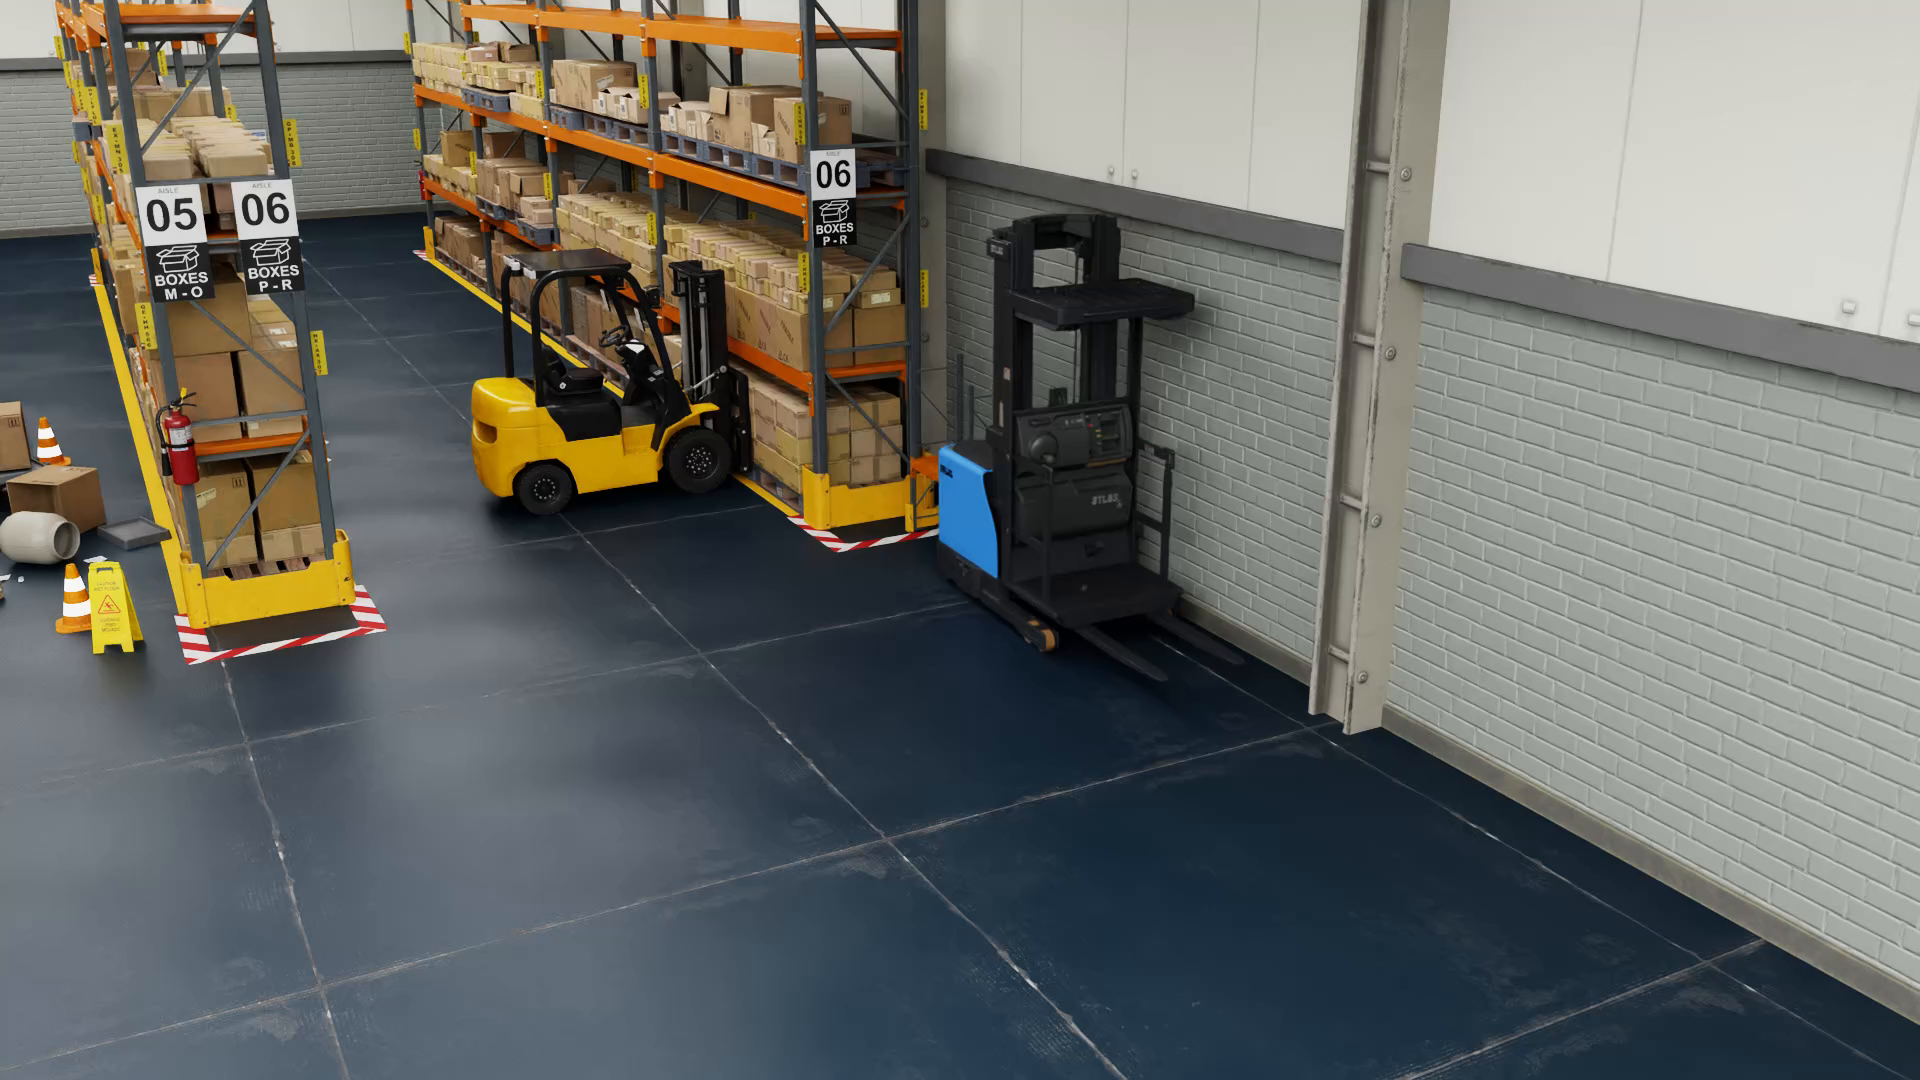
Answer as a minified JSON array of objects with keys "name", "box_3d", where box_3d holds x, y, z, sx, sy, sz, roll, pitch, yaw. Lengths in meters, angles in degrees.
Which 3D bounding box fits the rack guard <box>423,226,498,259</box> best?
[{"name":"rack guard","box_3d":[-8.372,-5.034,27.953,1.175,0.500,0.348,-10,21,-27]}]

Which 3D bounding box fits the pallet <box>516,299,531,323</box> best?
[{"name":"pallet","box_3d":[-5.505,-3.193,23.060,1.003,0.211,1.213,-10,21,-27]}]

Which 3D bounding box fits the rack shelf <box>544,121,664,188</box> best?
[{"name":"rack shelf","box_3d":[-3.659,-4.445,18.917,1.077,0.370,4.000,-10,21,-27]}]

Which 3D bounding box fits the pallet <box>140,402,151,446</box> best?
[{"name":"pallet","box_3d":[-8.030,-1.278,17.512,1.003,0.211,1.213,-10,21,-27]}]

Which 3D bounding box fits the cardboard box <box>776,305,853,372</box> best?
[{"name":"cardboard box","box_3d":[-1.275,-1.792,14.573,0.500,0.500,0.500,-11,22,-28]}]

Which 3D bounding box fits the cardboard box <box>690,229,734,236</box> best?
[{"name":"cardboard box","box_3d":[-2.487,-3.017,16.672,0.380,0.149,0.250,-10,22,-28]}]

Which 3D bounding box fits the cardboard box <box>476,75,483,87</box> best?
[{"name":"cardboard box","box_3d":[-6.373,-6.264,22.674,0.380,0.149,0.250,-10,21,-26]}]

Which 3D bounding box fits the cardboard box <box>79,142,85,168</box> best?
[{"name":"cardboard box","box_3d":[-12.294,-5.512,23.819,0.500,0.500,0.500,-10,21,-27]}]

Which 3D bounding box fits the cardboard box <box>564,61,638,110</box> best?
[{"name":"cardboard box","box_3d":[-4.152,-5.277,19.276,0.700,0.500,0.500,-10,22,-28]}]

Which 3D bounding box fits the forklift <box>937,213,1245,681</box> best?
[{"name":"forklift","box_3d":[0.927,-0.751,11.814,1.130,2.935,3.031,-9,21,-25]}]

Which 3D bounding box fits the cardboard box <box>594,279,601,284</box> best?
[{"name":"cardboard box","box_3d":[-4.582,-3.462,21.761,0.380,0.149,0.250,-9,21,-24]}]

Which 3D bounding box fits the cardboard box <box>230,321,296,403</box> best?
[{"name":"cardboard box","box_3d":[-5.406,-1.389,12.950,0.500,0.500,0.500,-9,21,-25]}]

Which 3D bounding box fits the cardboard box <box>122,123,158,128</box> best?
[{"name":"cardboard box","box_3d":[-6.947,-3.410,13.980,0.380,0.149,0.250,-11,22,-28]}]

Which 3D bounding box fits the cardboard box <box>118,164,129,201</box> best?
[{"name":"cardboard box","box_3d":[-6.145,-2.760,12.707,0.500,0.250,0.500,-9,21,-25]}]

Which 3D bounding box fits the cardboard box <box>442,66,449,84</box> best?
[{"name":"cardboard box","box_3d":[-7.447,-6.973,24.916,0.500,0.250,0.500,-9,21,-26]}]

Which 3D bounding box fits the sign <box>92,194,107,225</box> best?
[{"name":"sign","box_3d":[-9.462,-3.631,18.281,0.100,0.325,0.005,-10,21,-27]}]

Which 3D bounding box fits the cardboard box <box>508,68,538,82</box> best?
[{"name":"cardboard box","box_3d":[-5.649,-6.042,21.607,0.380,0.149,0.250,-10,21,-26]}]

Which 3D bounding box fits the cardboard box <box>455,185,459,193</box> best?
[{"name":"cardboard box","box_3d":[-7.599,-5.468,25.766,0.380,0.149,0.250,-10,21,-27]}]

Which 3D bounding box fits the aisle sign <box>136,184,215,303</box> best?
[{"name":"aisle sign","box_3d":[-5.402,-2.041,11.461,0.394,0.787,0.004,-10,21,-27]}]

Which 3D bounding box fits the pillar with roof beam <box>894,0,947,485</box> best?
[{"name":"pillar with roof beam","box_3d":[-4.136,-4.153,12.371,9.100,9.000,0.400,-10,21,-27]}]

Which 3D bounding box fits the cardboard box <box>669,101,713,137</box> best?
[{"name":"cardboard box","box_3d":[-2.529,-4.138,16.265,0.500,0.311,0.500,-9,21,-26]}]

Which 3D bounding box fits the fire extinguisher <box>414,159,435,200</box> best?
[{"name":"fire extinguisher","box_3d":[-8.884,-5.995,27.597,0.296,0.674,0.183,-10,21,-27]}]

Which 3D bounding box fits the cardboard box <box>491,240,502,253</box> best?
[{"name":"cardboard box","box_3d":[-6.572,-4.268,24.097,0.380,0.149,0.250,-9,21,-24]}]

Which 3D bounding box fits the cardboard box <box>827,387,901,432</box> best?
[{"name":"cardboard box","box_3d":[-0.872,-1.183,15.000,0.500,0.250,0.500,-10,22,-27]}]

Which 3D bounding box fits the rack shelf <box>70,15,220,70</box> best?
[{"name":"rack shelf","box_3d":[-8.026,-4.904,16.262,1.077,0.370,4.000,-10,21,-27]}]

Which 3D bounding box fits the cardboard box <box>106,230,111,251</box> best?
[{"name":"cardboard box","box_3d":[-9.429,-3.436,18.954,0.500,0.250,0.500,-10,21,-27]}]

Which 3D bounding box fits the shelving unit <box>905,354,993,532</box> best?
[{"name":"shelving unit","box_3d":[0.036,-0.687,13.823,0.587,1.500,1.083,-10,21,-27]}]

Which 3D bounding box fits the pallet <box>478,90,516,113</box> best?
[{"name":"pallet","box_3d":[-5.765,-5.923,22.387,1.213,0.211,1.003,-10,21,-27]}]

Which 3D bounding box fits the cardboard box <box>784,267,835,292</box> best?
[{"name":"cardboard box","box_3d":[-1.310,-2.275,14.522,0.380,0.149,0.250,-10,21,-27]}]

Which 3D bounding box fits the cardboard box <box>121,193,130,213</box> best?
[{"name":"cardboard box","box_3d":[-6.361,-2.667,13.047,0.380,0.149,0.250,-10,22,-27]}]

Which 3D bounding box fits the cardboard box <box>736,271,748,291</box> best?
[{"name":"cardboard box","box_3d":[-1.852,-2.419,15.395,0.380,0.149,0.250,-10,21,-26]}]

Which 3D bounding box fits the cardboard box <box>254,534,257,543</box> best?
[{"name":"cardboard box","box_3d":[-5.552,-0.195,13.670,0.500,0.250,0.500,-9,21,-25]}]

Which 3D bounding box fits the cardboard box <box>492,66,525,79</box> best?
[{"name":"cardboard box","box_3d":[-5.969,-6.188,21.999,0.380,0.149,0.250,-10,21,-26]}]

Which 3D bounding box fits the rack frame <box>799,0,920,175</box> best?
[{"name":"rack frame","box_3d":[-0.810,-4.480,13.319,1.000,3.000,0.127,-10,21,-27]}]

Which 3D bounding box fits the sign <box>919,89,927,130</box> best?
[{"name":"sign","box_3d":[-0.319,-3.597,13.897,0.100,0.325,0.005,-10,21,-27]}]

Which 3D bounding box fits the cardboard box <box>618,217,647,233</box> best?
[{"name":"cardboard box","box_3d":[-3.586,-3.500,18.527,0.380,0.149,0.250,-11,22,-28]}]

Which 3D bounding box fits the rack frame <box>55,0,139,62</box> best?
[{"name":"rack frame","box_3d":[-12.774,-8.303,24.399,1.000,3.000,0.127,-10,21,-27]}]

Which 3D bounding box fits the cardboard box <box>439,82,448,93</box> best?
[{"name":"cardboard box","box_3d":[-7.696,-6.883,25.267,0.380,0.149,0.250,-10,21,-26]}]

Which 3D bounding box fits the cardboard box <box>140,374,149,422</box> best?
[{"name":"cardboard box","box_3d":[-8.003,-1.534,17.364,0.950,0.372,0.625,-9,21,-25]}]

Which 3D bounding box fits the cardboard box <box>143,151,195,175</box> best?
[{"name":"cardboard box","box_3d":[-5.686,-2.682,11.869,0.380,0.149,0.250,-10,21,-26]}]

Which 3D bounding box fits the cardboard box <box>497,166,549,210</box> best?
[{"name":"cardboard box","box_3d":[-5.857,-4.787,22.610,0.700,0.500,0.500,-10,21,-27]}]

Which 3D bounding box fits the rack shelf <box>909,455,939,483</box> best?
[{"name":"rack shelf","box_3d":[0.041,-0.514,13.874,0.538,0.185,1.000,-10,21,-27]}]

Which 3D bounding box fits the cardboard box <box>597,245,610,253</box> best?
[{"name":"cardboard box","box_3d":[-3.883,-3.264,19.221,0.500,0.250,0.500,-9,21,-25]}]

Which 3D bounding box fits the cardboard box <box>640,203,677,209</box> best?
[{"name":"cardboard box","box_3d":[-3.559,-3.886,19.646,0.380,0.149,0.250,-10,22,-28]}]

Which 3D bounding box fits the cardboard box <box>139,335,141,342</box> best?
[{"name":"cardboard box","box_3d":[-6.854,-1.900,14.431,0.500,0.500,0.500,-10,21,-27]}]

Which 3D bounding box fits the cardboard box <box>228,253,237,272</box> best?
[{"name":"cardboard box","box_3d":[-7.046,-2.588,15.780,0.500,0.500,0.500,-9,21,-25]}]

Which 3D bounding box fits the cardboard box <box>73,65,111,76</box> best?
[{"name":"cardboard box","box_3d":[-10.068,-5.296,19.484,0.500,0.500,0.500,-10,21,-26]}]

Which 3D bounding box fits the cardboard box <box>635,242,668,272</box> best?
[{"name":"cardboard box","box_3d":[-3.168,-3.059,17.862,0.500,0.250,0.500,-10,22,-28]}]

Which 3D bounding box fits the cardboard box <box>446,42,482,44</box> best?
[{"name":"cardboard box","box_3d":[-7.951,-7.877,26.769,0.500,0.250,0.500,-11,22,-28]}]

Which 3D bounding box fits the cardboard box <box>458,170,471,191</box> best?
[{"name":"cardboard box","box_3d":[-7.216,-5.409,24.981,0.500,0.250,0.500,-10,21,-26]}]

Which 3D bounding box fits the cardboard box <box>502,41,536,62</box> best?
[{"name":"cardboard box","box_3d":[-6.148,-6.823,23.203,0.396,0.266,0.258,-10,21,-27]}]

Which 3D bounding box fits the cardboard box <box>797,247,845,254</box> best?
[{"name":"cardboard box","box_3d":[-1.303,-2.658,15.632,0.380,0.149,0.250,-11,22,-28]}]

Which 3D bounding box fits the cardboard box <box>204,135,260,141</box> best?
[{"name":"cardboard box","box_3d":[-5.672,-3.063,12.973,0.380,0.149,0.250,-9,21,-25]}]

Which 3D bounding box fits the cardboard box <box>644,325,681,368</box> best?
[{"name":"cardboard box","box_3d":[-2.967,-2.017,18.373,0.875,0.625,0.625,-9,21,-24]}]

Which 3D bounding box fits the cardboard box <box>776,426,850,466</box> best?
[{"name":"cardboard box","box_3d":[-1.316,-0.871,14.861,0.500,0.250,0.500,-10,22,-27]}]

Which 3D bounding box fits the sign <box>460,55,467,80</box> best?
[{"name":"sign","box_3d":[-6.982,-6.665,23.457,0.100,0.325,0.005,-10,21,-27]}]

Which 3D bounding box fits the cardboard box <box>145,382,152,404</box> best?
[{"name":"cardboard box","box_3d":[-7.027,-1.326,14.803,0.380,0.149,0.250,-10,21,-26]}]
